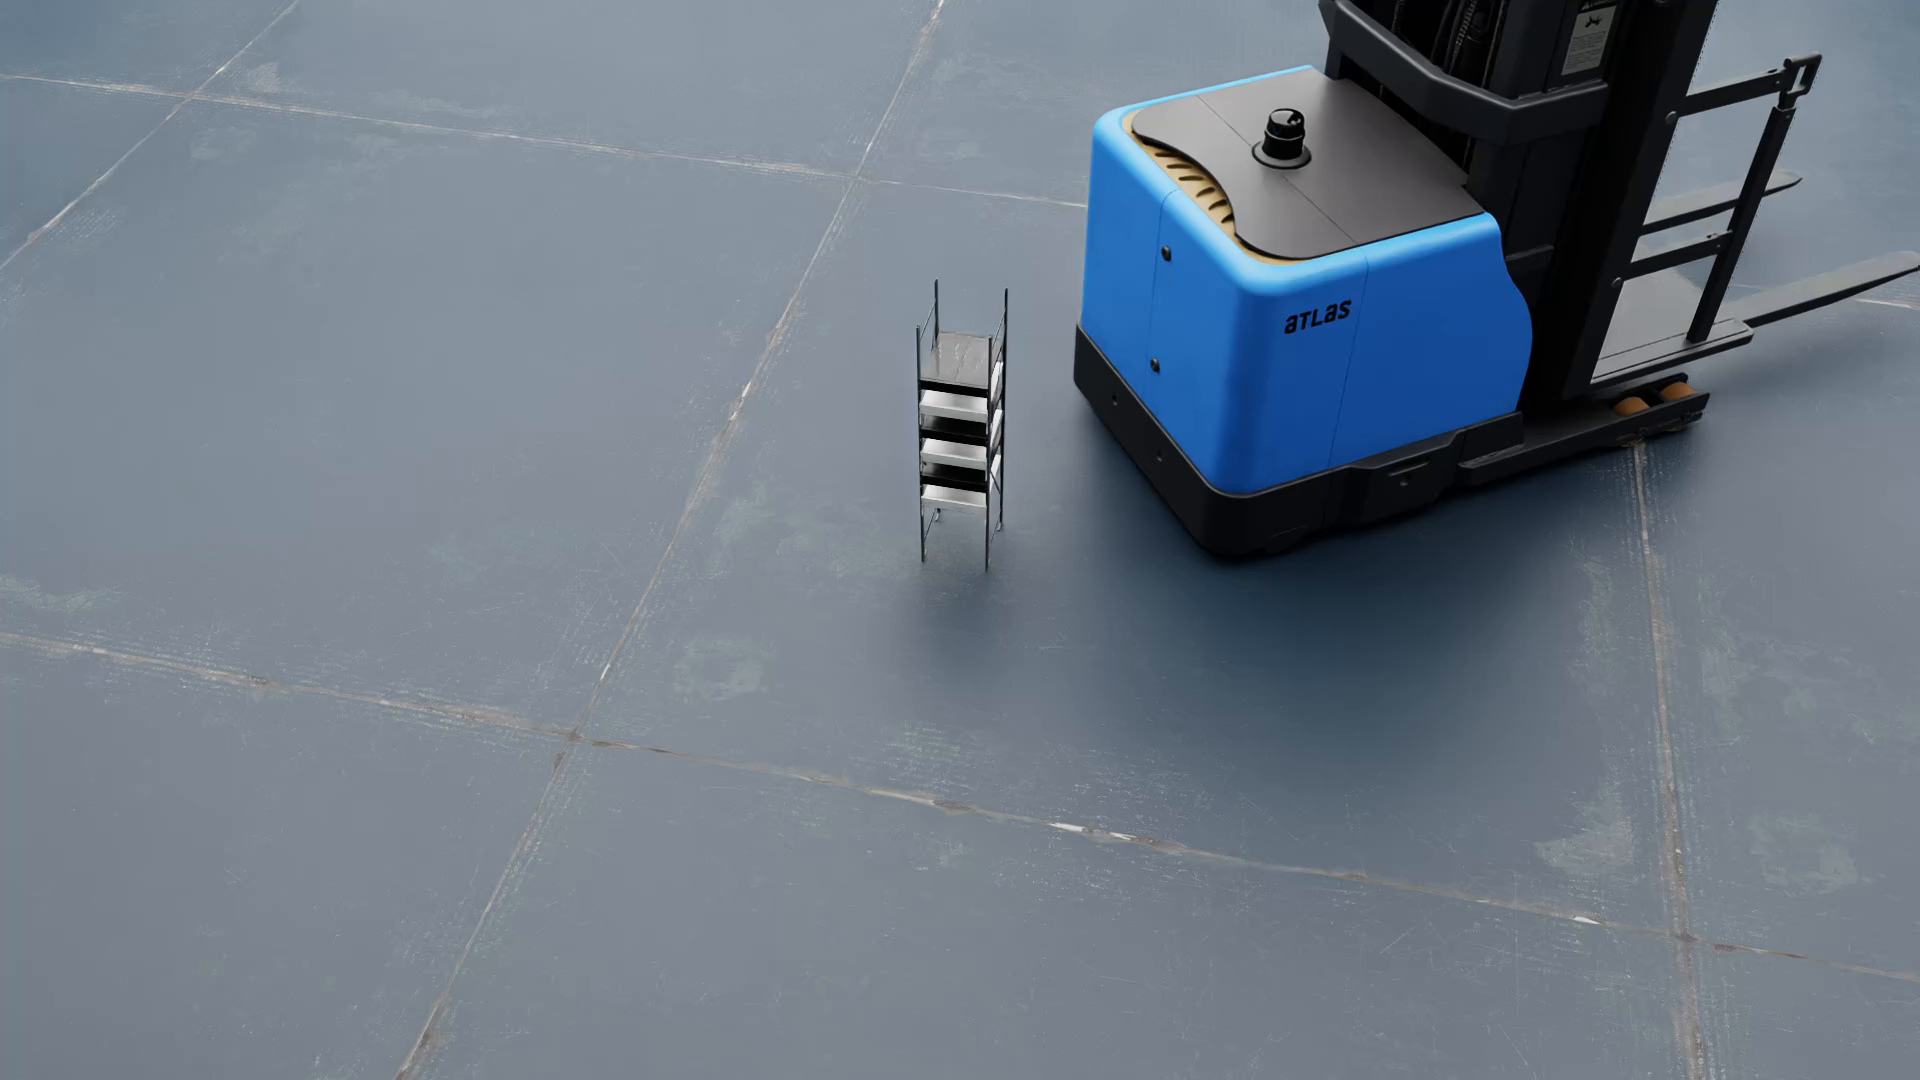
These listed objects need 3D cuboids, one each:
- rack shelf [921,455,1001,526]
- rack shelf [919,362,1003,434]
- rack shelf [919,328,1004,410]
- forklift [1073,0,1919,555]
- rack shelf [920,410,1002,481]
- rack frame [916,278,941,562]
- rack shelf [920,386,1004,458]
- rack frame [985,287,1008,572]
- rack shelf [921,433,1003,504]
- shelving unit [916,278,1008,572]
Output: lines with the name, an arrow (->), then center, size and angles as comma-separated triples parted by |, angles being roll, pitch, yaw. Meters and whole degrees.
rack shelf -> 0.008, -0.169, 5.085 | 0.200, 0.077, 0.258 | 9, 45, 9
rack shelf -> 0.008, -0.429, 4.835 | 0.200, 0.077, 0.258 | 9, 45, 9
rack shelf -> 0.008, -0.493, 4.773 | 0.200, 0.077, 0.258 | 9, 45, 9
forklift -> 1.954, -1.688, 4.890 | 3.031, 2.935, 1.130 | -17, 46, -17
rack shelf -> 0.008, -0.299, 4.960 | 0.200, 0.077, 0.258 | 9, 45, 9
rack frame -> -0.091, -0.338, 4.953 | 0.006, 0.900, 0.240 | 9, 45, 9
rack shelf -> 0.008, -0.364, 4.897 | 0.200, 0.077, 0.258 | 9, 45, 9
rack frame -> 0.107, -0.308, 4.921 | 0.006, 0.900, 0.240 | 9, 45, 9
rack shelf -> 0.008, -0.234, 5.022 | 0.200, 0.077, 0.258 | 9, 45, 9
shelving unit -> 0.008, -0.323, 4.937 | 0.210, 0.900, 0.258 | 9, 45, 9
